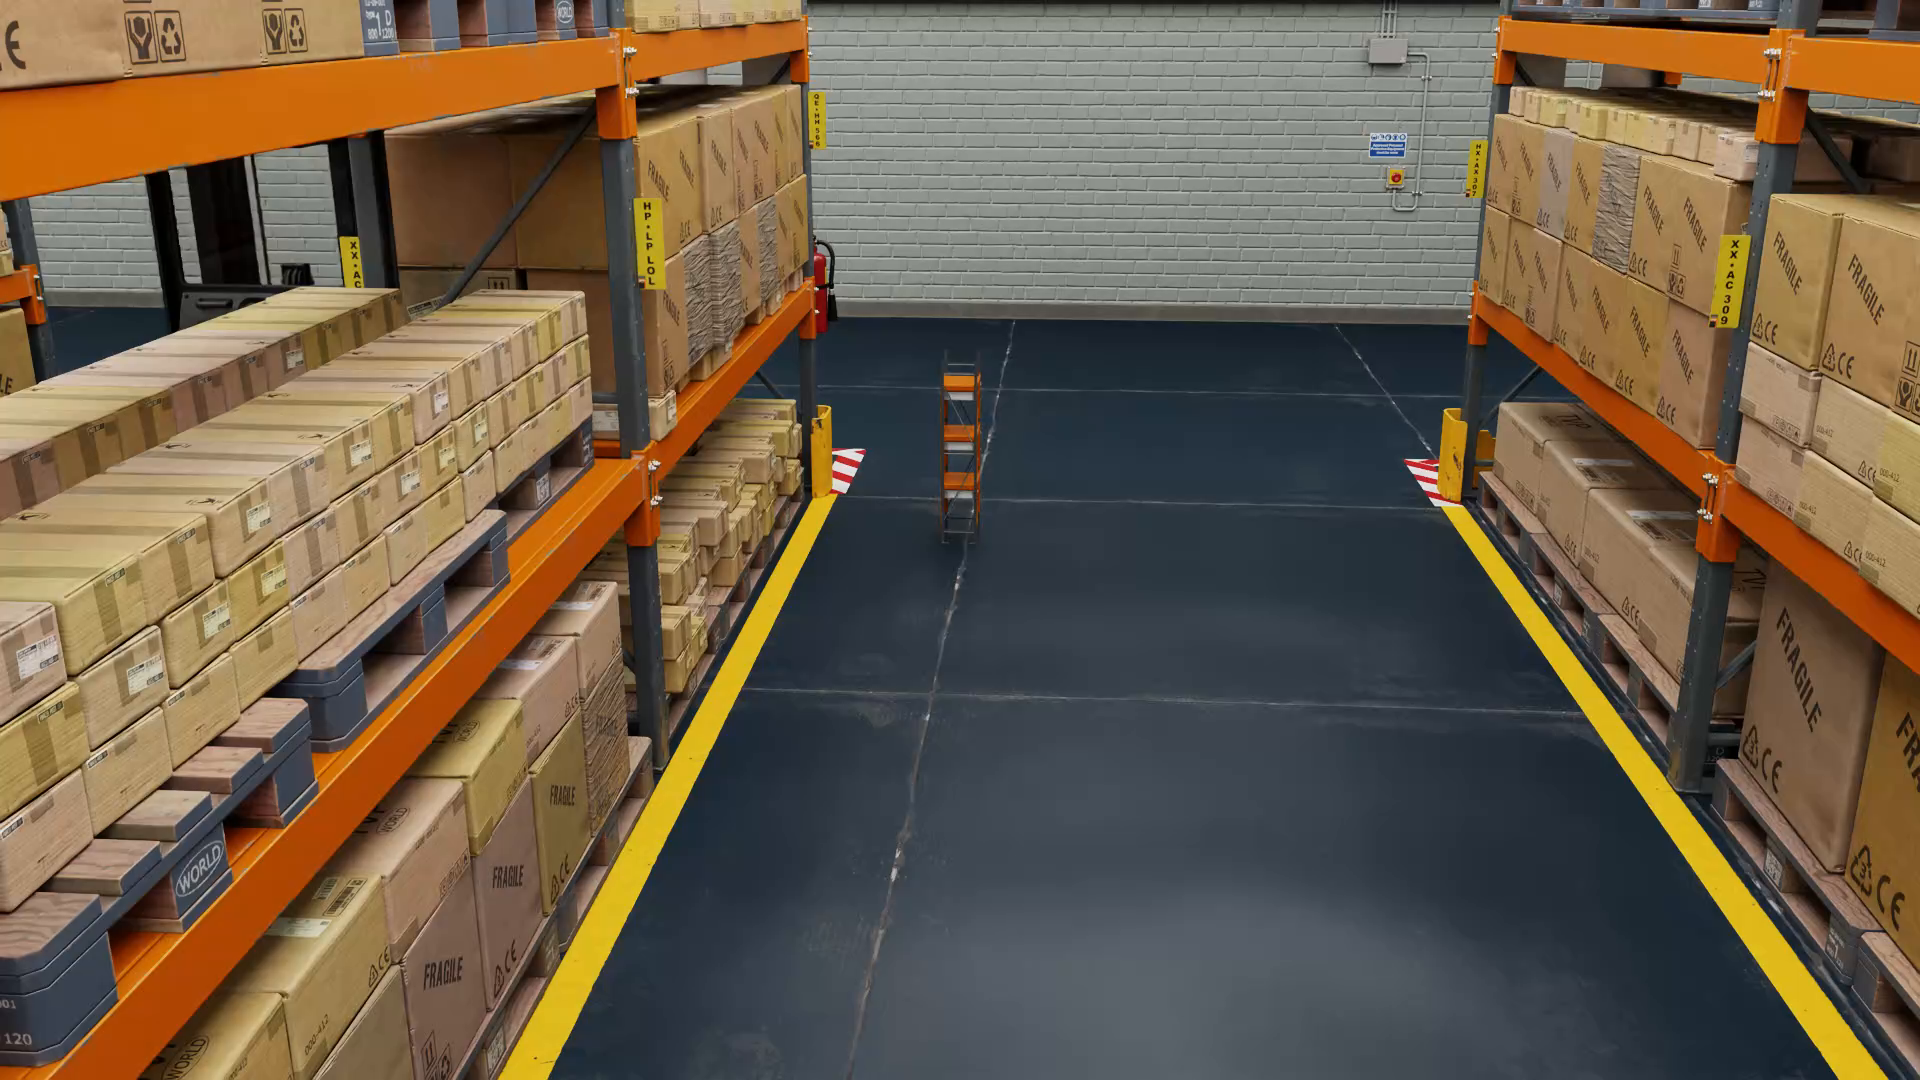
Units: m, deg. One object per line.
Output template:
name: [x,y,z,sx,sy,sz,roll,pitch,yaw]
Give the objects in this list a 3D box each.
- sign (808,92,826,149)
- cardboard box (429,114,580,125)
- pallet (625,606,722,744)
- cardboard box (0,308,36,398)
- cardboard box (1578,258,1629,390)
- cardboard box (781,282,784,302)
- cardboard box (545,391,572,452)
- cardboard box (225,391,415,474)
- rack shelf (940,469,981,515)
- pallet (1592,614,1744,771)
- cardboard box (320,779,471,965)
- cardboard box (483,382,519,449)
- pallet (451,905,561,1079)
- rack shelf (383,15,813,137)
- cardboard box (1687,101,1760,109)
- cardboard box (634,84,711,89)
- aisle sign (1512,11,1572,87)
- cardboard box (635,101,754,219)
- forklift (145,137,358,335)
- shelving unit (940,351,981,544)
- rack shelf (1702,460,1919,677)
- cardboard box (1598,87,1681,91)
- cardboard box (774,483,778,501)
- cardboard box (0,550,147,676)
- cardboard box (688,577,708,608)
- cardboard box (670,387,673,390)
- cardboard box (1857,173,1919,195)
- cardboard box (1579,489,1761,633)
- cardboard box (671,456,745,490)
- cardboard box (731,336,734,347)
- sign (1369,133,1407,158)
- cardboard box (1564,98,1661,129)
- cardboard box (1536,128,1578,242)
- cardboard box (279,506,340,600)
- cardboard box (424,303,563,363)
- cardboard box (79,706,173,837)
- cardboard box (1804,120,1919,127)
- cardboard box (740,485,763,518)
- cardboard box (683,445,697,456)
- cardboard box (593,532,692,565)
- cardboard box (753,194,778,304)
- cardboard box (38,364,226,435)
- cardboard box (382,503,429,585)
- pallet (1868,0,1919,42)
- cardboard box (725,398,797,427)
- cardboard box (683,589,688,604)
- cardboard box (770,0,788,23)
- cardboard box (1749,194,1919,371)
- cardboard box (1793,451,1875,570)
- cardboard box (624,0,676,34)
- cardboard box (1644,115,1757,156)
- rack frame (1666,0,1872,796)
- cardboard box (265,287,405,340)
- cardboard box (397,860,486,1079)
sign: [-0.835,-2.454,9.728,0.100,0.325,0.005,1,18,4]
cardboard box: [-1.878,-1.507,6.959,0.500,0.500,0.500,1,18,2]
pallet: [-1.661,0.586,7.296,1.003,0.211,1.213,1,18,4]
cardboard box: [-6.293,-0.904,10.101,0.875,0.875,0.875,1,18,4]
cardboard box: [3.102,-0.964,7.388,0.500,0.500,0.500,1,18,3]
cardboard box: [-1.187,-1.391,9.253,0.380,0.149,0.250,1,18,3]
cardboard box: [-1.523,-0.402,5.560,0.380,0.149,0.250,1,18,4]
cardboard box: [-1.620,-0.275,4.219,0.380,0.149,0.250,1,18,3]
rack shelf: [0.004,-0.241,9.400,0.215,0.259,0.240,1,18,4]
pallet: [3.403,0.640,7.131,1.003,0.211,1.213,1,18,4]
cardboard box: [-1.585,0.825,4.224,0.500,0.250,0.500,1,18,4]
cardboard box: [-1.559,-0.379,5.015,0.380,0.149,0.250,1,18,2]
pallet: [-1.813,1.417,4.759,1.003,0.211,1.213,1,18,4]
rack shelf: [-1.530,-2.235,7.763,1.077,0.370,4.000,1,18,4]
cardboard box: [3.695,-2.010,7.933,0.380,0.149,0.250,2,18,5]
cardboard box: [-1.684,-2.303,9.389,0.500,0.500,0.500,1,18,4]
aisle sign: [3.274,-2.957,9.456,0.394,0.787,0.004,1,18,4]
cardboard box: [-1.271,-1.805,7.870,0.500,0.500,0.500,1,18,2]
forklift: [-3.263,-0.976,7.694,1.130,2.935,3.031,2,18,5]
shelving unit: [0.004,-0.516,9.310,0.215,1.050,0.252,1,18,4]
rack shelf: [3.127,0.512,4.198,1.077,0.370,4.000,1,18,4]
cardboard box: [3.732,-2.408,9.147,0.380,0.149,0.250,2,18,5]
cardboard box: [-1.239,-0.287,9.384,0.380,0.149,0.250,1,18,4]
cardboard box: [-1.717,0.127,2.992,0.380,0.149,0.250,1,18,2]
cardboard box: [-1.374,0.279,7.660,0.380,0.149,0.250,1,18,3]
cardboard box: [-1.383,-0.573,6.758,0.380,0.149,0.250,2,18,6]
cardboard box: [3.547,-1.116,6.245,0.500,0.500,0.500,1,18,4]
cardboard box: [3.486,0.097,7.751,0.875,0.438,0.875,1,18,2]
cardboard box: [-1.314,-0.326,8.551,0.380,0.149,0.250,1,18,2]
cardboard box: [-1.308,-0.986,8.017,0.380,0.149,0.250,2,18,6]
sign: [3.895,-3.593,15.138,0.327,0.218,0.001,1,18,4]
cardboard box: [3.208,-2.094,8.188,0.380,0.149,0.250,1,18,4]
cardboard box: [3.180,-1.752,8.187,0.500,0.500,0.500,1,18,3]
cardboard box: [-1.656,0.022,3.789,0.380,0.149,0.250,1,18,4]
cardboard box: [-1.526,-0.680,5.455,0.380,0.149,0.250,1,18,2]
cardboard box: [-1.708,0.415,3.070,0.380,0.149,0.250,2,18,7]
cardboard box: [3.610,-1.610,6.711,0.380,0.149,0.250,1,18,4]
cardboard box: [-1.237,-0.186,8.600,0.380,0.149,0.250,2,18,7]
cardboard box: [-1.686,-0.440,9.373,0.380,0.149,0.250,2,18,5]
cardboard box: [-1.394,0.076,7.321,0.380,0.149,0.250,1,18,3]
cardboard box: [-1.231,-1.498,8.540,0.500,0.500,0.500,1,18,4]
cardboard box: [-2.252,-0.379,4.536,0.380,0.149,0.250,2,18,6]
cardboard box: [-1.614,0.005,4.319,0.380,0.149,0.250,1,18,2]
pallet: [3.254,-1.499,4.672,0.805,0.209,1.217,1,18,2]
cardboard box: [-1.172,-0.730,9.781,0.380,0.149,0.250,1,18,5]
cardboard box: [-1.418,0.222,7.356,0.380,0.149,0.250,1,18,4]
cardboard box: [-1.185,-2.820,8.637,0.500,0.250,0.500,1,18,4]
cardboard box: [2.953,-0.843,5.413,0.500,0.500,0.500,1,18,5]
cardboard box: [2.940,-0.088,5.115,0.500,0.250,0.500,1,18,3]
cardboard box: [-1.377,-2.022,6.200,0.500,0.250,0.500,2,18,7]
cardboard box: [3.113,-1.699,6.982,0.380,0.149,0.250,1,18,3]
rack frame: [3.271,-0.451,5.981,1.000,3.000,0.127,1,18,4]
cardboard box: [-2.161,-0.781,5.762,0.380,0.149,0.250,2,18,7]
cardboard box: [-1.591,1.171,4.372,0.500,0.500,0.500,1,18,3]
